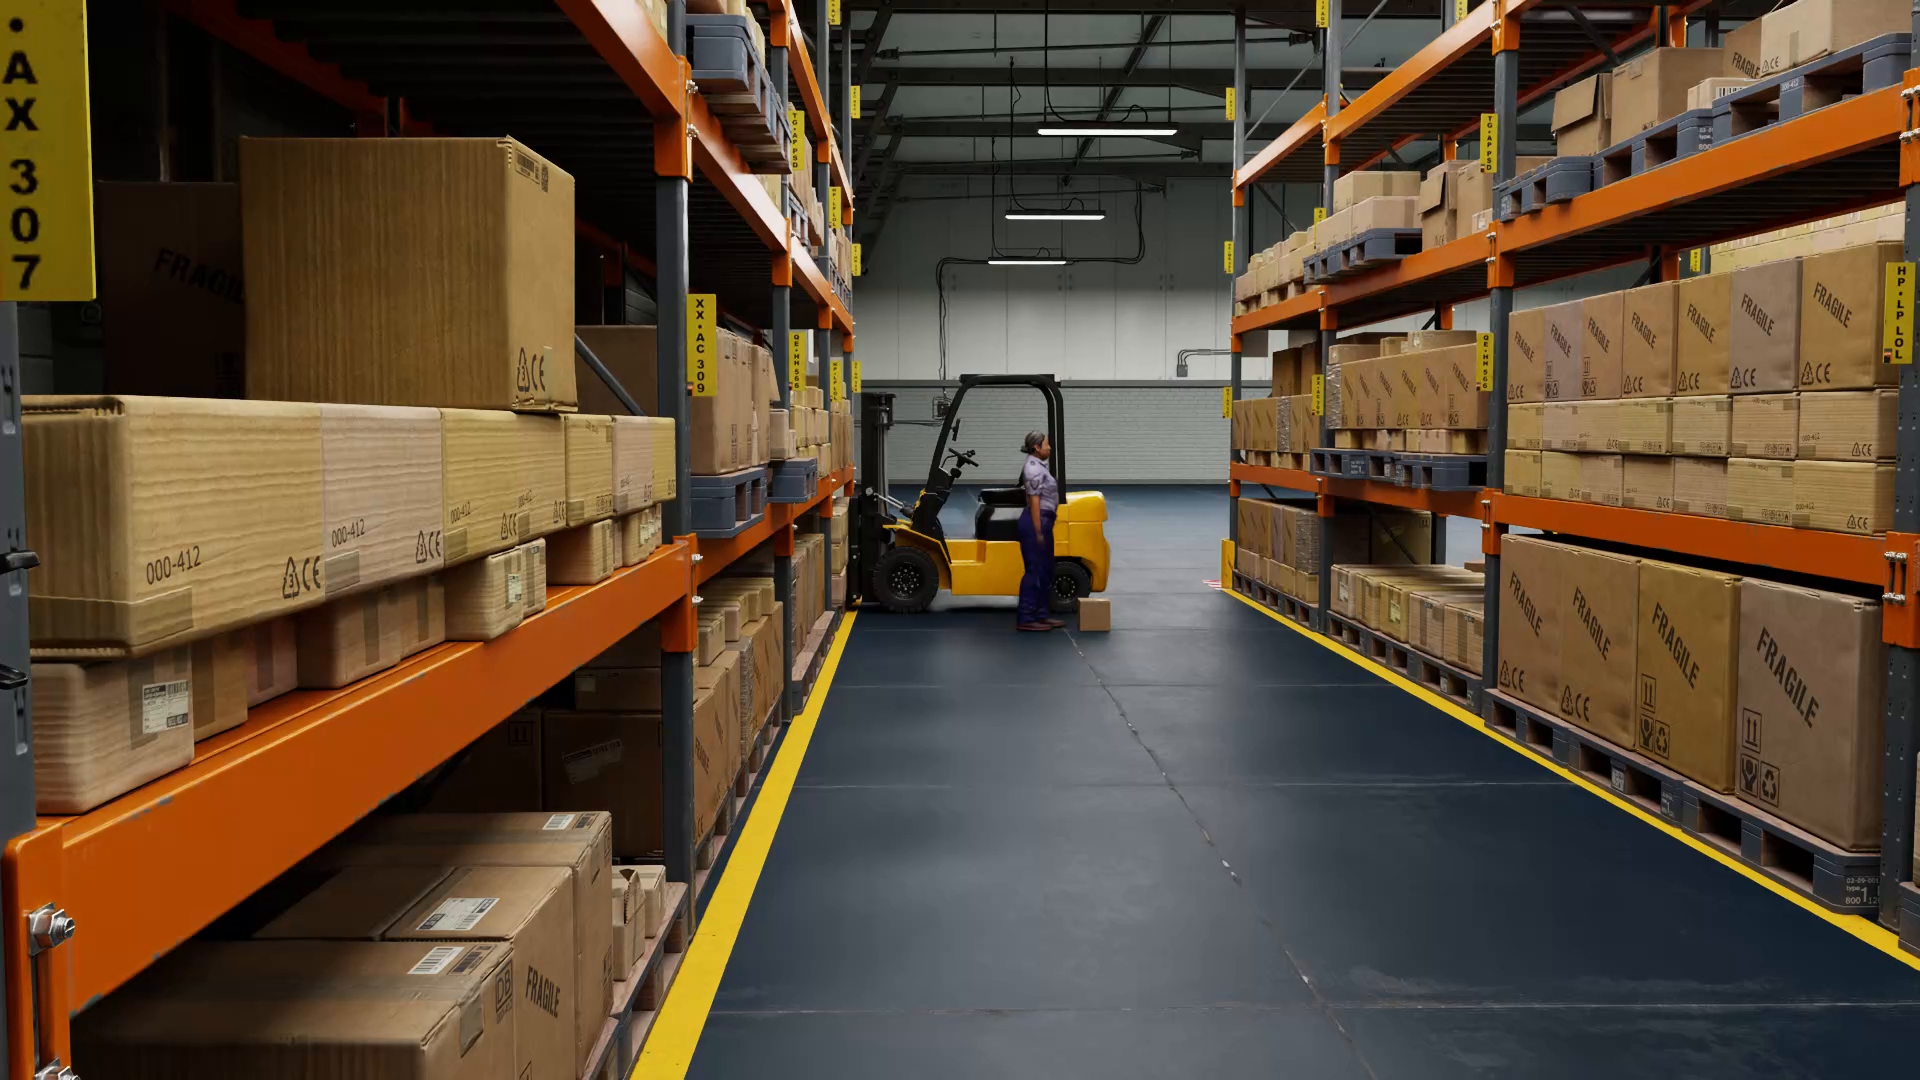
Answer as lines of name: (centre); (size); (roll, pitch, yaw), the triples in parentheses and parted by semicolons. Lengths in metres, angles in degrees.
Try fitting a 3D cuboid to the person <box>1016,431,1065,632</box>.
person: (0.673, -0.078, 13.760); (0.422, 1.646, 0.470); (0, 4, 0)
